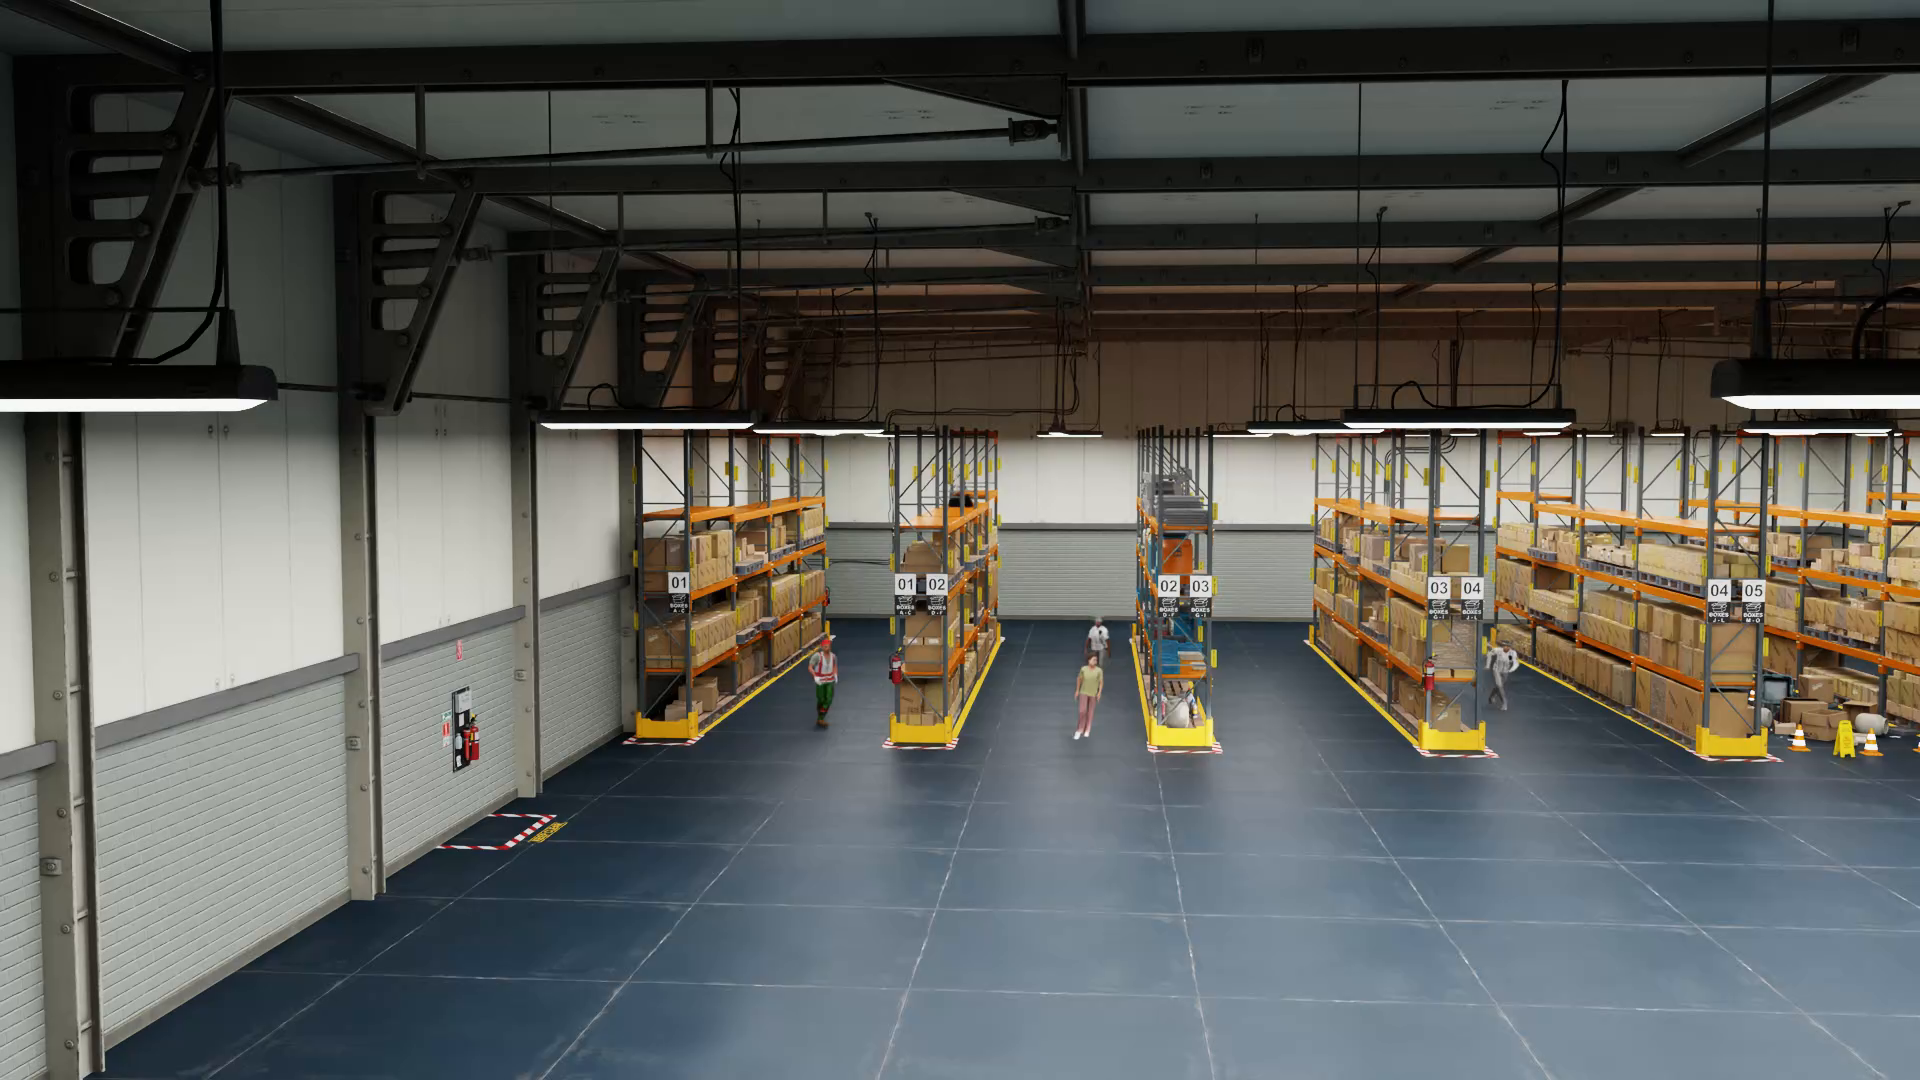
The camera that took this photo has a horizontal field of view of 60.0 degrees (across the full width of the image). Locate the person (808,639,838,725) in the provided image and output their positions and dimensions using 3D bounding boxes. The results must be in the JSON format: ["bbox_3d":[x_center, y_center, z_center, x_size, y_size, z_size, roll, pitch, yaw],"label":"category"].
[{"bbox_3d":[-2.773,2.847,33.570,0.651,1.734,0.627,-2,4,-24],"label":"person"}]

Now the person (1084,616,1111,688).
[{"bbox_3d":[3.221,2.577,38.832,0.624,1.635,0.849,2,4,33],"label":"person"}]

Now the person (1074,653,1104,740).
[{"bbox_3d":[2.447,2.968,31.733,0.577,1.643,0.615,0,3,-1],"label":"person"}]

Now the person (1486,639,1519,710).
[{"bbox_3d":[11.549,2.823,35.474,0.612,1.507,0.999,0,3,3],"label":"person"}]
